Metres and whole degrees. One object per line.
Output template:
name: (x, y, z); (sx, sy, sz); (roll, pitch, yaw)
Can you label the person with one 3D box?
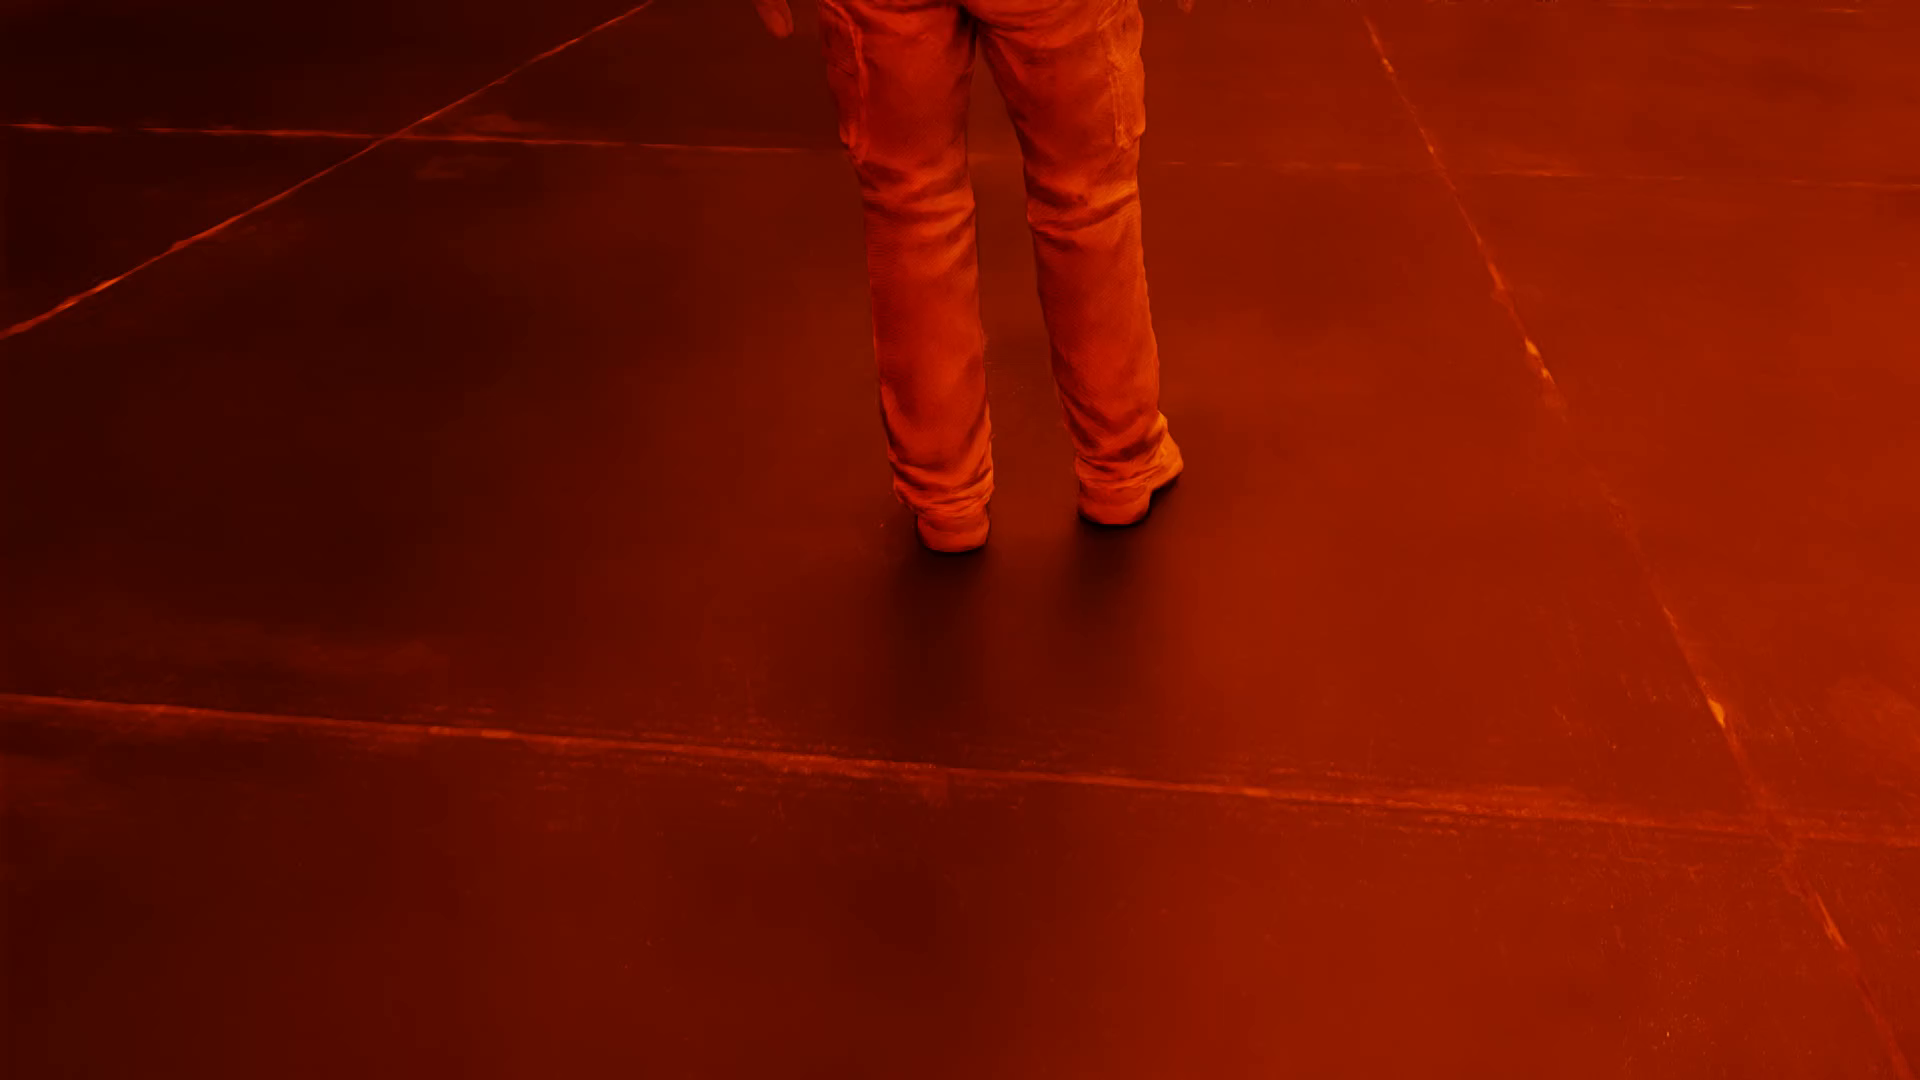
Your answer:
person: (0.017, -0.835, 2.162); (0.655, 1.782, 0.576); (3, 27, 7)
